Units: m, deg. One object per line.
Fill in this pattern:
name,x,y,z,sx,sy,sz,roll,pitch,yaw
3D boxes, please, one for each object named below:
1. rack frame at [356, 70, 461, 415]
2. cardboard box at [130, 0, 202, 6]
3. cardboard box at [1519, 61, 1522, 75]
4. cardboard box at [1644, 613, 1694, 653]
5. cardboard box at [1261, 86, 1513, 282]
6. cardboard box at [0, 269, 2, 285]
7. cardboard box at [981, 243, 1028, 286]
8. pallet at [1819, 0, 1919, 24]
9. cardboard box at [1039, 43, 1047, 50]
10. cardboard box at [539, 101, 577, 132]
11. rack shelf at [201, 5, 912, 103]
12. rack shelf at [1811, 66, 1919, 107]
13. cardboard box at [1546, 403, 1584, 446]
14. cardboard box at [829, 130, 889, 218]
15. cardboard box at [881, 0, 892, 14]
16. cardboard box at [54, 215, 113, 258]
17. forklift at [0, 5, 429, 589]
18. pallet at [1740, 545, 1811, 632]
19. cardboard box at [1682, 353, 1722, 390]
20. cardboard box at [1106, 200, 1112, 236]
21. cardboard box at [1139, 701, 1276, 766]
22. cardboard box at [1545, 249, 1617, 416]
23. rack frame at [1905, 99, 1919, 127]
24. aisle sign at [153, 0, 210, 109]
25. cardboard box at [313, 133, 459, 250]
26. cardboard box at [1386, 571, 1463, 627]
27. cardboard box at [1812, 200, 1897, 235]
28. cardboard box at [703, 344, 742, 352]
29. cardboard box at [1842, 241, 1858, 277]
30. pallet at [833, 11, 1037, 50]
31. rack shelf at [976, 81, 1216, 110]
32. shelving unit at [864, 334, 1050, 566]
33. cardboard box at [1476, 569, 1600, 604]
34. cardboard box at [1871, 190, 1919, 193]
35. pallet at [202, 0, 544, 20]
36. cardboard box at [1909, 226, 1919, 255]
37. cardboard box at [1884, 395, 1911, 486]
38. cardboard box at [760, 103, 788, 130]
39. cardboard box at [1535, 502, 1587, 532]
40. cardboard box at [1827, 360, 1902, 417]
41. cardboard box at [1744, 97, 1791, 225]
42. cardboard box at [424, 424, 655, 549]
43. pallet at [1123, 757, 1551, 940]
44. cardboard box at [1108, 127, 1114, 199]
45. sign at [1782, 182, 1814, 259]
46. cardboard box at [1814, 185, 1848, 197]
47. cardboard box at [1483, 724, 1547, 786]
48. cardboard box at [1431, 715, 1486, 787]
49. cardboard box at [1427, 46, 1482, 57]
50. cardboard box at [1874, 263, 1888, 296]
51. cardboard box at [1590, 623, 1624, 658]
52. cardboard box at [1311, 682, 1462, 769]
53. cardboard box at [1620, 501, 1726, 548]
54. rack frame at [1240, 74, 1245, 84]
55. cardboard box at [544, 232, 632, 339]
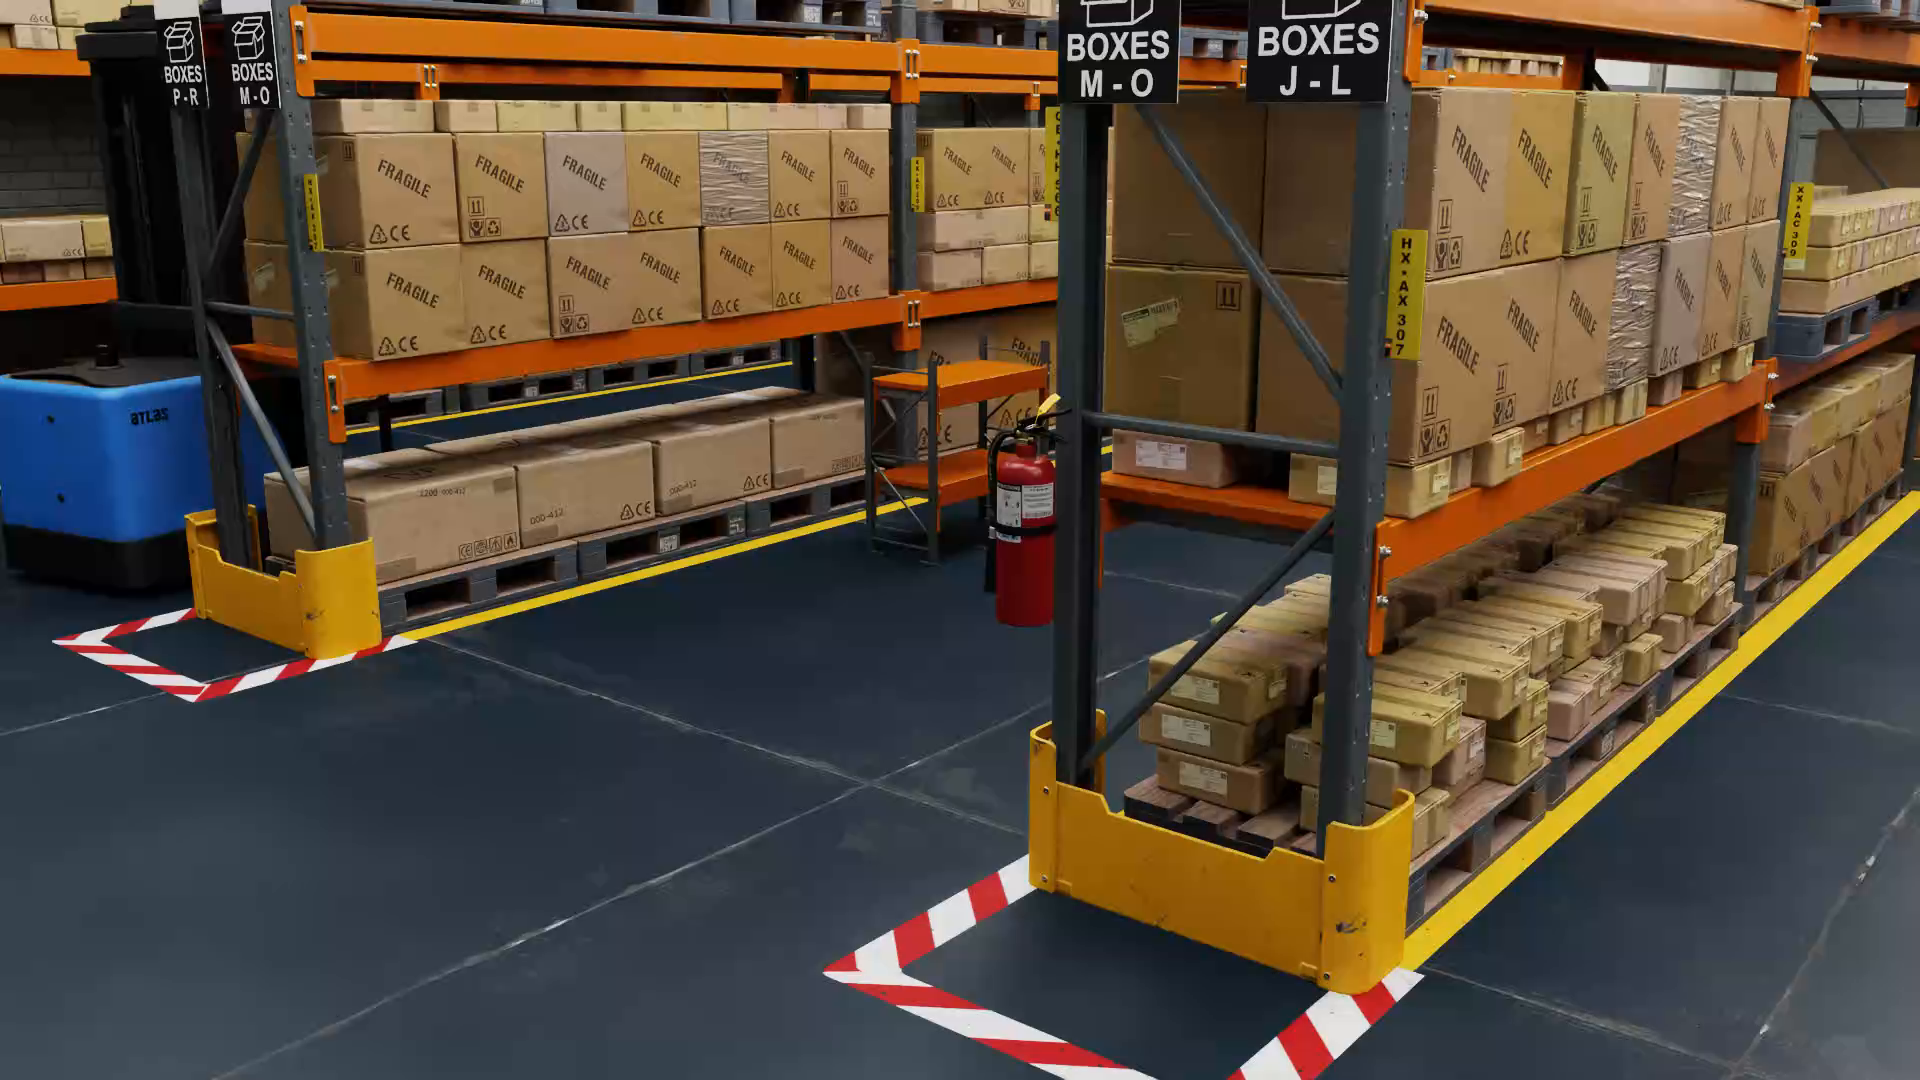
rack frame,-4.555,-2.568,13.639,1.000,3.000,0.127,11,18,38
cardboard box,-5.636,-3.669,11.582,0.500,0.250,0.500,11,18,37
cardboard box,5.694,-4.982,17.560,0.380,0.149,0.250,11,18,38
cardboard box,2.896,0.350,7.092,0.380,0.149,0.250,11,18,36
cardboard box,1.196,-1.010,4.669,0.500,0.500,0.500,11,18,37
cardboard box,-6.525,-1.757,10.955,0.380,0.149,0.250,12,18,39
cardboard box,0.114,-1.871,11.199,0.500,0.250,0.500,11,18,36
pallet,3.693,-2.518,7.734,1.213,0.211,1.003,11,18,38
cardboard box,0.991,-5.723,19.421,0.380,0.149,0.250,12,18,39
cardboard box,-2.130,-2.112,8.293,0.380,0.149,0.250,11,18,38
rack shelf,-1.949,-2.523,8.830,1.077,0.370,4.000,11,18,38
rack shelf,6.993,-3.308,11.922,1.077,0.370,4.000,11,18,38
cardboard box,1.928,-0.438,5.764,0.380,0.149,0.250,11,18,36
cardboard box,-0.774,-2.201,9.959,0.500,0.500,0.500,11,18,37
cardboard box,-0.301,-3.616,11.001,0.500,0.311,0.500,11,18,38
cardboard box,-5.942,-2.113,11.548,0.500,0.250,0.500,11,18,36
forklift,-3.930,-1.489,9.530,1.130,2.935,3.031,7,16,26
pallet,3.710,0.148,8.610,1.003,0.211,1.213,11,18,38
cardboard box,2.933,-0.733,6.927,0.380,0.149,0.250,12,19,40
cardboard box,0.764,-2.305,11.892,0.500,0.250,0.500,11,18,36
cardboard box,0.818,0.601,5.498,0.380,0.149,0.250,11,18,36
cardboard box,1.839,-0.722,5.566,0.500,0.500,0.500,12,18,38
rack frame,8.250,-2.586,13.710,1.000,3.000,0.127,11,18,38
aisle sign,-3.492,-2.329,7.418,0.394,0.787,0.004,11,18,38
cardboard box,-2.683,-1.615,7.656,0.500,0.500,0.500,11,18,36
cardboard box,1.699,0.220,6.395,0.380,0.149,0.250,11,18,36
cardboard box,4.480,-1.628,8.388,0.380,0.149,0.250,11,18,37
cardboard box,-2.462,-2.118,16.090,0.500,0.500,0.500,11,18,37
cardboard box,3.989,-1.334,7.835,0.380,0.149,0.250,11,18,36
pallet,-0.154,-3.345,10.994,0.805,0.209,1.217,10,18,35
rack shelf,1.730,-5.588,20.897,1.077,0.370,4.000,11,18,38
shelving unit,-0.004,-0.544,9.479,0.538,1.125,1.048,11,18,38
cardboard box,2.197,0.236,6.330,0.380,0.149,0.250,11,18,38
cardboard box,5.460,-1.927,9.567,0.380,0.149,0.250,12,19,39
pallet,-2.748,-2.589,7.810,1.003,0.211,1.213,11,18,38
cardboard box,4.970,-1.633,9.014,0.380,0.149,0.250,12,18,39
cardboard box,5.526,-0.645,10.295,0.500,0.500,0.500,11,18,37
cardboard box,-1.197,-2.409,9.461,0.380,0.149,0.250,11,18,37
cardboard box,2.625,-0.087,7.600,0.380,0.149,0.250,12,19,40
cardboard box,5.201,-0.905,9.796,0.500,0.250,0.500,12,18,38
cardboard box,3.137,-1.599,6.988,0.500,0.500,0.500,10,18,36
cardboard box,-2.300,-0.315,9.120,0.875,0.438,0.875,12,18,39
pallet,1.294,0.899,5.655,1.003,0.211,1.213,11,18,38
cardboard box,1.067,-2.767,12.187,0.500,0.500,0.500,11,18,38
sign,3.649,-1.391,7.248,0.100,0.325,0.005,11,18,38
cardboard box,5.292,-2.131,10.367,0.380,0.149,0.250,11,18,38
cardboard box,1.784,0.696,5.728,0.380,0.149,0.250,12,18,38
cardboard box,1.453,0.642,5.337,0.380,0.149,0.250,11,18,37
cardboard box,4.826,-4.900,16.427,0.500,0.250,0.500,11,18,36
cardboard box,4.475,-1.338,8.455,0.380,0.149,0.250,10,18,35
cardboard box,2.393,0.330,6.564,0.380,0.149,0.250,10,17,35
cardboard box,1.301,0.554,5.078,0.380,0.149,0.250,10,17,35
cardboard box,3.201,-0.056,7.479,0.380,0.149,0.250,12,18,39
rack frame,1.822,-2.567,13.634,1.000,3.000,0.127,11,18,38
cardboard box,-2.051,-1.326,8.548,0.500,0.500,0.500,11,18,37
